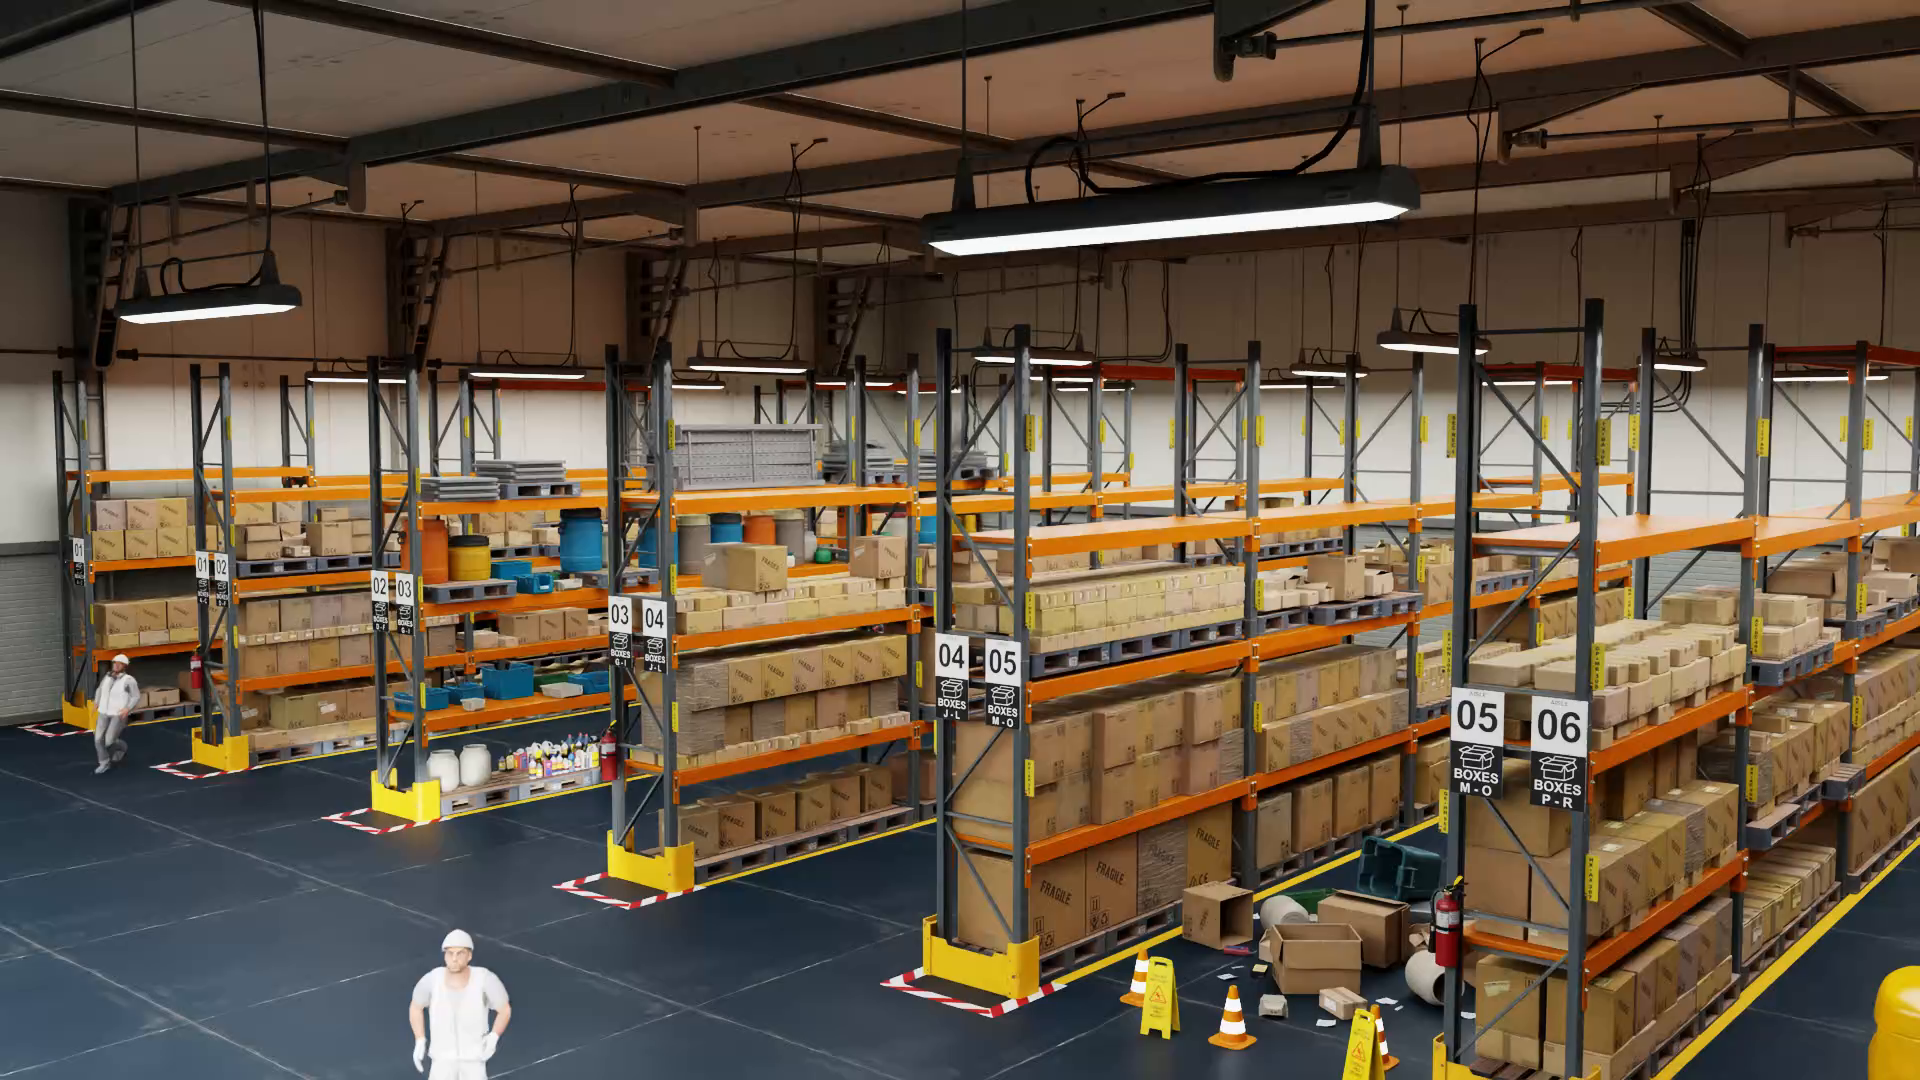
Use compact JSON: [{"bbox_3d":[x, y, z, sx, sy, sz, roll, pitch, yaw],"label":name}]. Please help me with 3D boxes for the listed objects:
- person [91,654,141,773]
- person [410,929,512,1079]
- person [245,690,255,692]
[{"bbox_3d":[-12.467,2.548,24.542,0.708,1.719,0.588,1,4,7],"label":"person"},{"bbox_3d":[-3.355,3.482,11.170,0.669,1.749,0.584,-1,4,-13],"label":"person"},{"bbox_3d":[-11.480,2.432,26.661,0.607,1.639,0.849,3,5,34],"label":"person"}]
